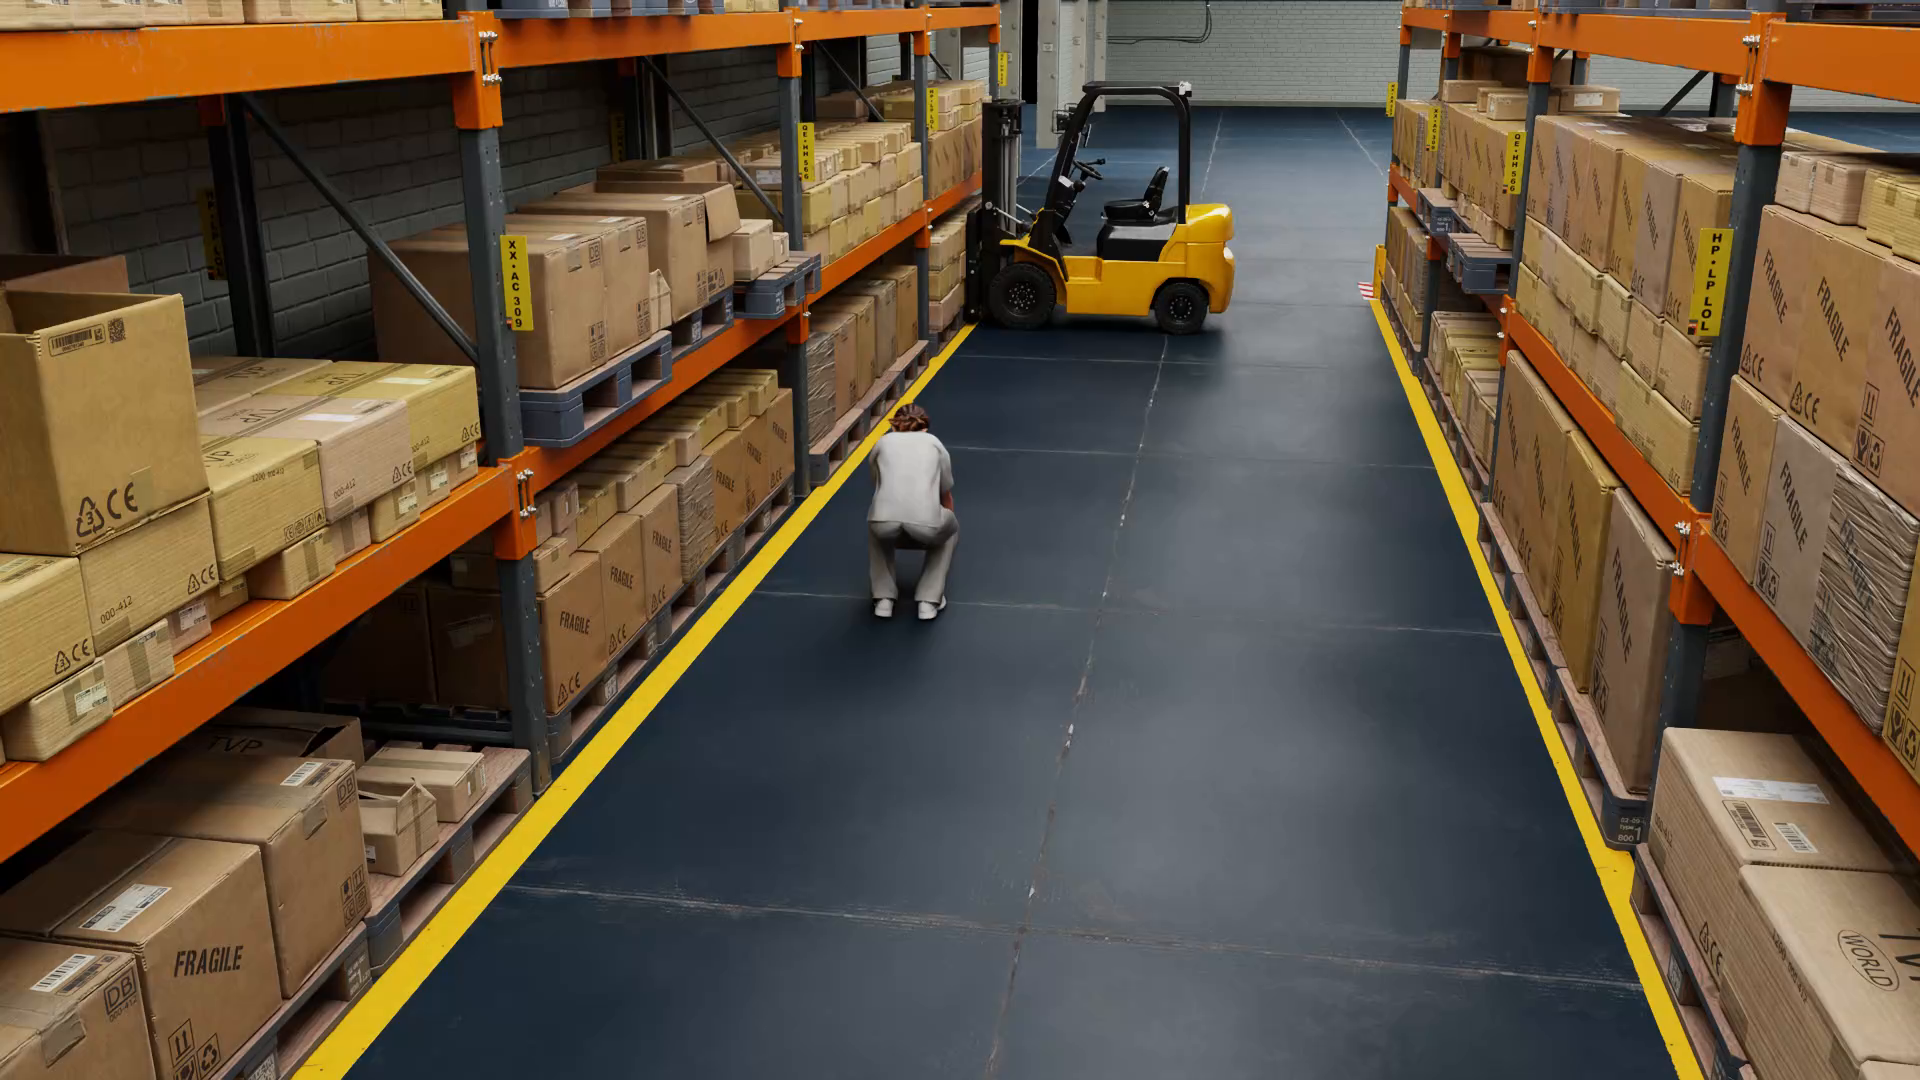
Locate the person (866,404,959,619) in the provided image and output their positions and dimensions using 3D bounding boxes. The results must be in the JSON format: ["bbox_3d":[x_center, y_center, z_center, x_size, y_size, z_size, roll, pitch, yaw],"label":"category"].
[{"bbox_3d":[-0.243,-0.141,8.191,0.460,0.940,0.827,2,18,6],"label":"person"}]
